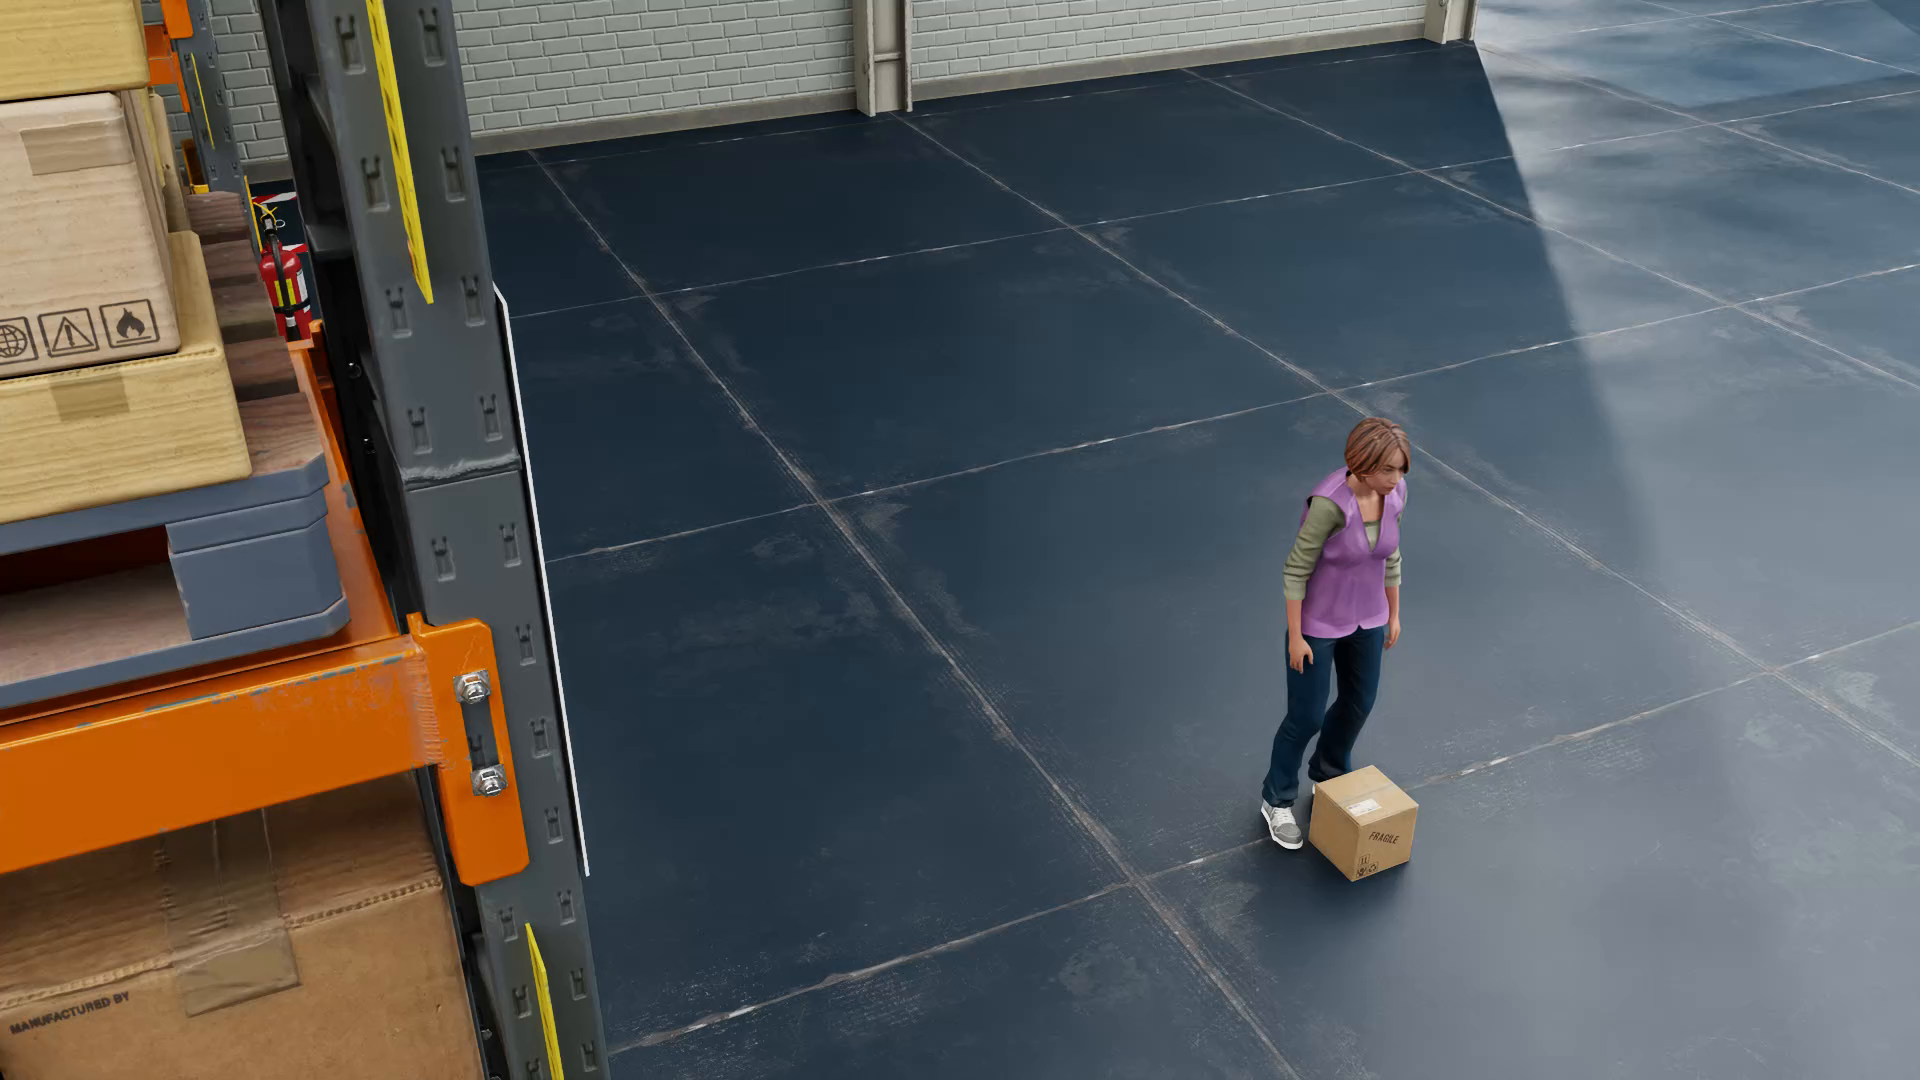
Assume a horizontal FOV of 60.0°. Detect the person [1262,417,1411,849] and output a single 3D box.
[{"bbox_3d":[1.284,0.294,5.627,0.462,1.593,0.343,-13,32,-22],"label":"person"}]
